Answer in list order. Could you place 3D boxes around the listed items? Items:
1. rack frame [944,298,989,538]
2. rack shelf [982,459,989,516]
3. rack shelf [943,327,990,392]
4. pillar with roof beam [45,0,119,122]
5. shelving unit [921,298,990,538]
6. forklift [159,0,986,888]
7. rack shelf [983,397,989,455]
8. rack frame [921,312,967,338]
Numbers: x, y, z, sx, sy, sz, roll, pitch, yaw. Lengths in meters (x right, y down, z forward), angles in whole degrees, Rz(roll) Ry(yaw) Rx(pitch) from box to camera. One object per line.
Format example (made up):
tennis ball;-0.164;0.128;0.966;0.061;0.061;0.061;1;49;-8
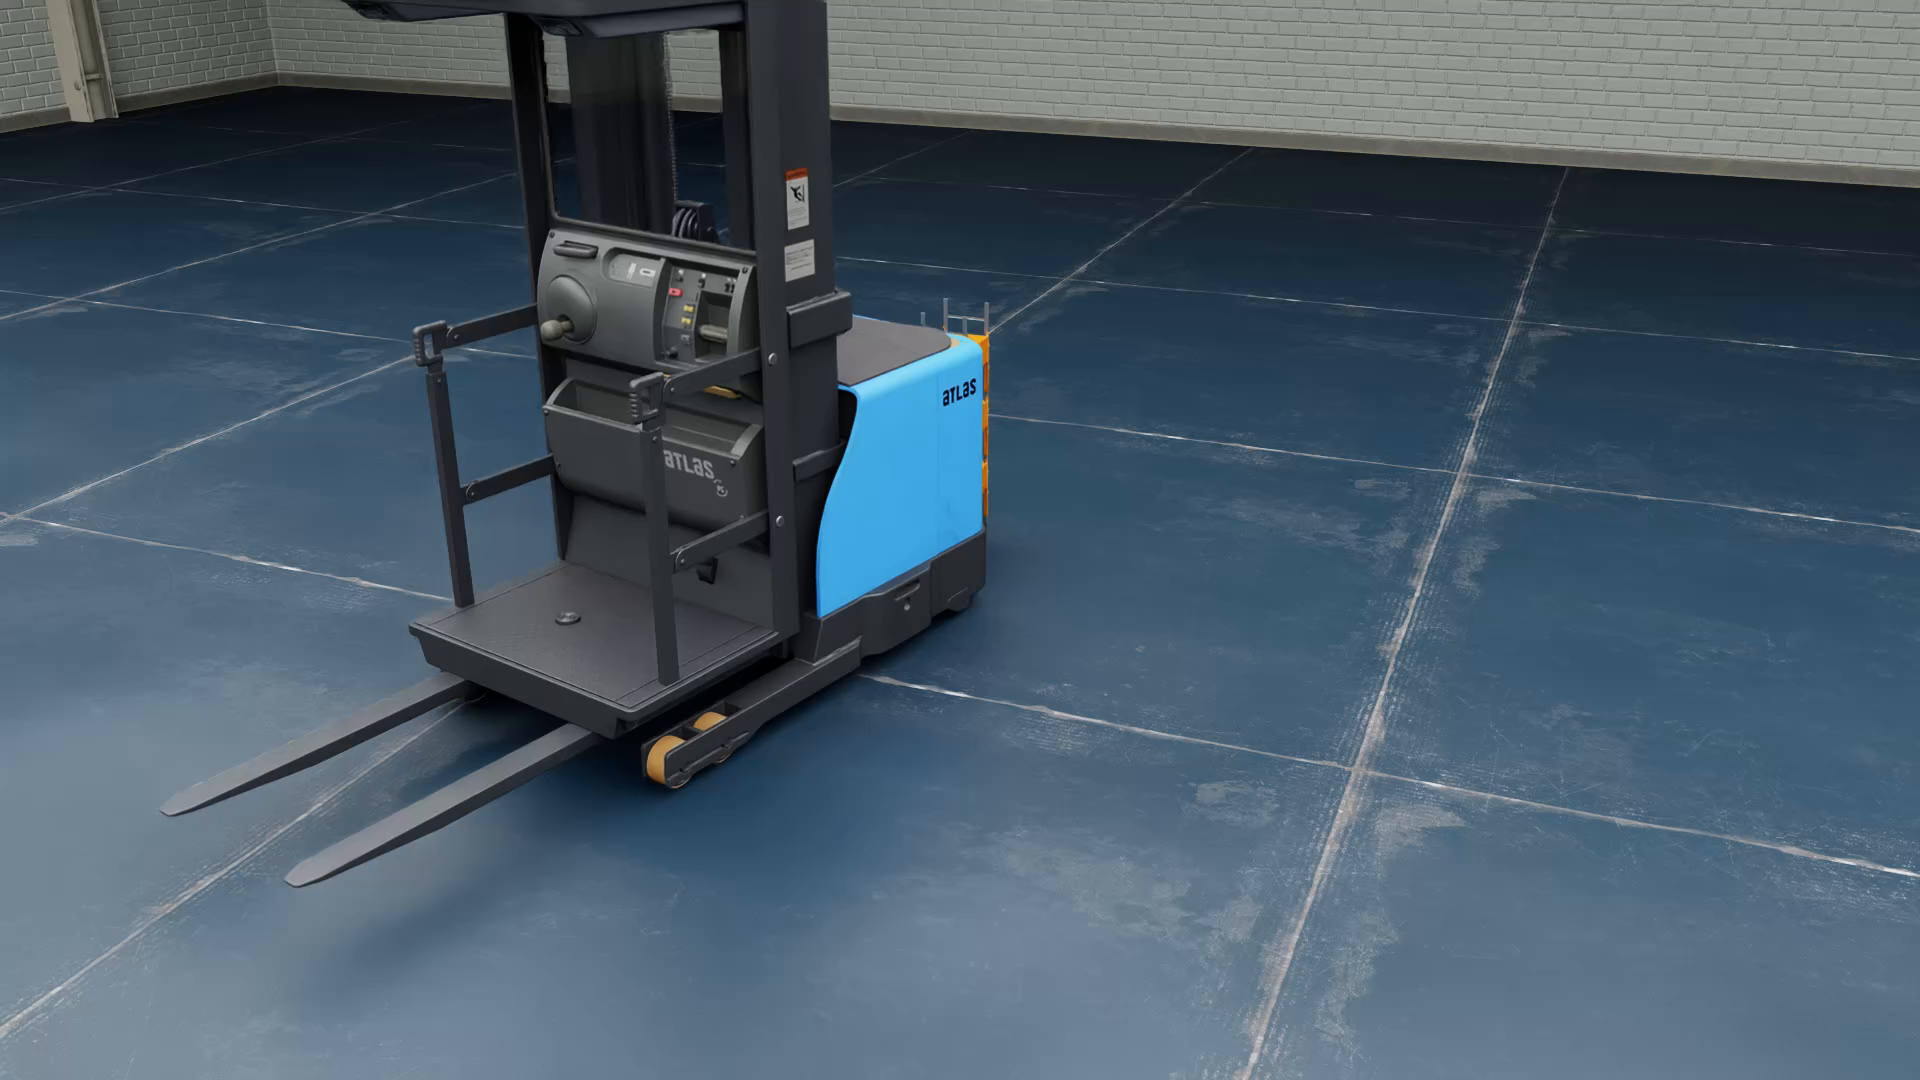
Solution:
rack frame;0.025;-0.509;7.106;0.200;1.050;0.008;9;24;20
rack shelf;-0.020;-0.199;7.113;0.215;0.259;0.240;9;24;20
rack shelf;-0.020;-0.717;6.897;0.215;0.259;0.240;9;24;20
pillar with roof beam;-5.585;-8.197;15.198;9.100;9.000;0.400;9;24;20
shelving unit;-0.020;-0.465;7.002;0.215;1.050;0.252;9;24;20
forklift;-1.165;-0.767;5.283;1.130;2.935;3.031;15;27;33
rack shelf;-0.020;-0.456;7.006;0.215;0.259;0.240;9;24;20
rack frame;-0.065;-0.422;6.897;0.200;1.050;0.008;9;24;20
